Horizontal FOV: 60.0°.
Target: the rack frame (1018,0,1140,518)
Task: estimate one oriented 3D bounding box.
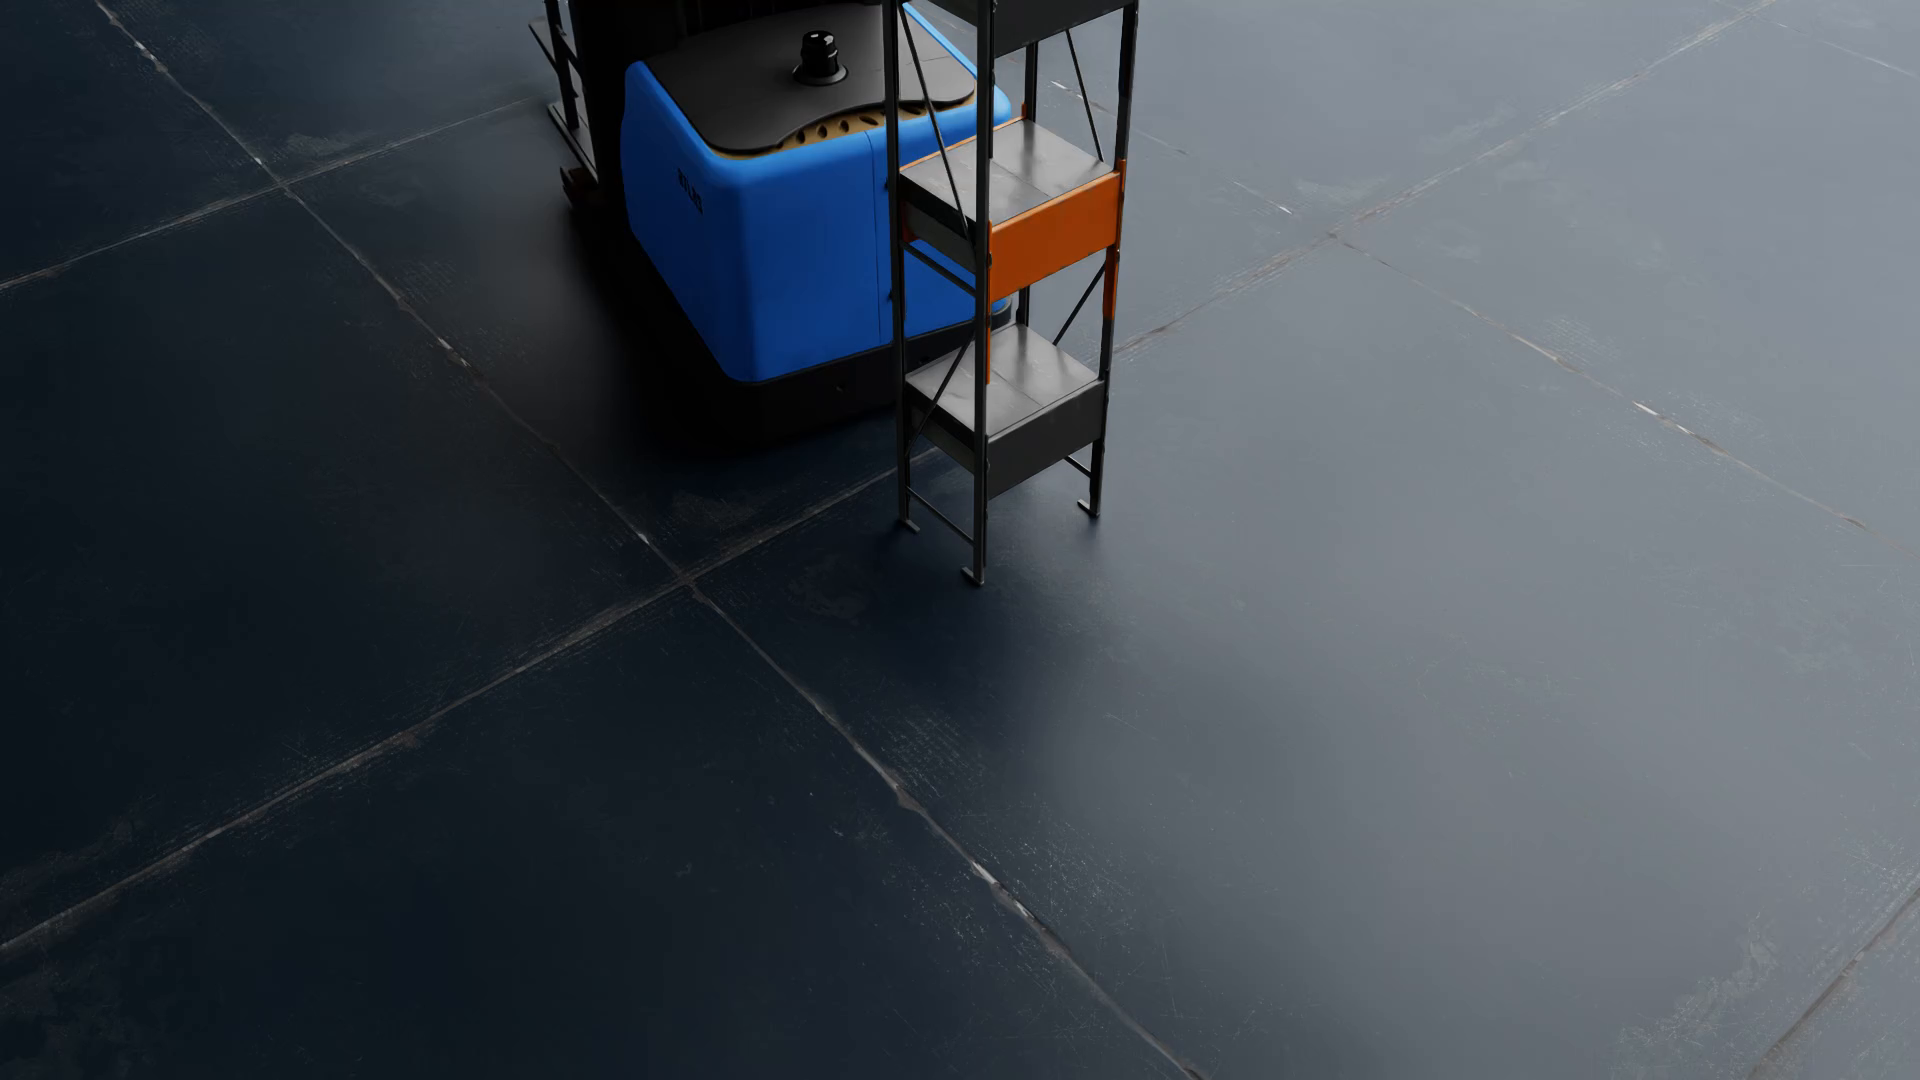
[{"bbox_3d":[0.314,-0.945,4.723,0.015,2.100,0.400,-30,51,-28],"label":"rack frame"}]

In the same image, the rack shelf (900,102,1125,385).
[{"bbox_3d":[0.127,-0.828,4.618,0.480,0.518,0.431,-30,51,-28],"label":"rack shelf"}]

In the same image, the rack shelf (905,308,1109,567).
[{"bbox_3d":[0.127,-0.318,5.097,0.480,0.518,0.431,-30,51,-28],"label":"rack shelf"}]

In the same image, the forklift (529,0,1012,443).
[{"bbox_3d":[-0.935,-2.398,5.663,1.130,2.935,3.031,-19,46,-19],"label":"forklift"}]

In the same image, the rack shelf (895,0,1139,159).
[{"bbox_3d":[0.127,-1.338,4.139,0.480,0.518,0.431,-30,51,-28],"label":"rack shelf"}]

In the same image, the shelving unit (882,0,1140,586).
[{"bbox_3d":[0.127,-0.838,4.609,0.503,2.100,0.431,-30,51,-28],"label":"shelving unit"}]

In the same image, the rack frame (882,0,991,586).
[{"bbox_3d":[-0.060,-0.731,4.494,0.015,2.100,0.400,-30,51,-28],"label":"rack frame"}]
